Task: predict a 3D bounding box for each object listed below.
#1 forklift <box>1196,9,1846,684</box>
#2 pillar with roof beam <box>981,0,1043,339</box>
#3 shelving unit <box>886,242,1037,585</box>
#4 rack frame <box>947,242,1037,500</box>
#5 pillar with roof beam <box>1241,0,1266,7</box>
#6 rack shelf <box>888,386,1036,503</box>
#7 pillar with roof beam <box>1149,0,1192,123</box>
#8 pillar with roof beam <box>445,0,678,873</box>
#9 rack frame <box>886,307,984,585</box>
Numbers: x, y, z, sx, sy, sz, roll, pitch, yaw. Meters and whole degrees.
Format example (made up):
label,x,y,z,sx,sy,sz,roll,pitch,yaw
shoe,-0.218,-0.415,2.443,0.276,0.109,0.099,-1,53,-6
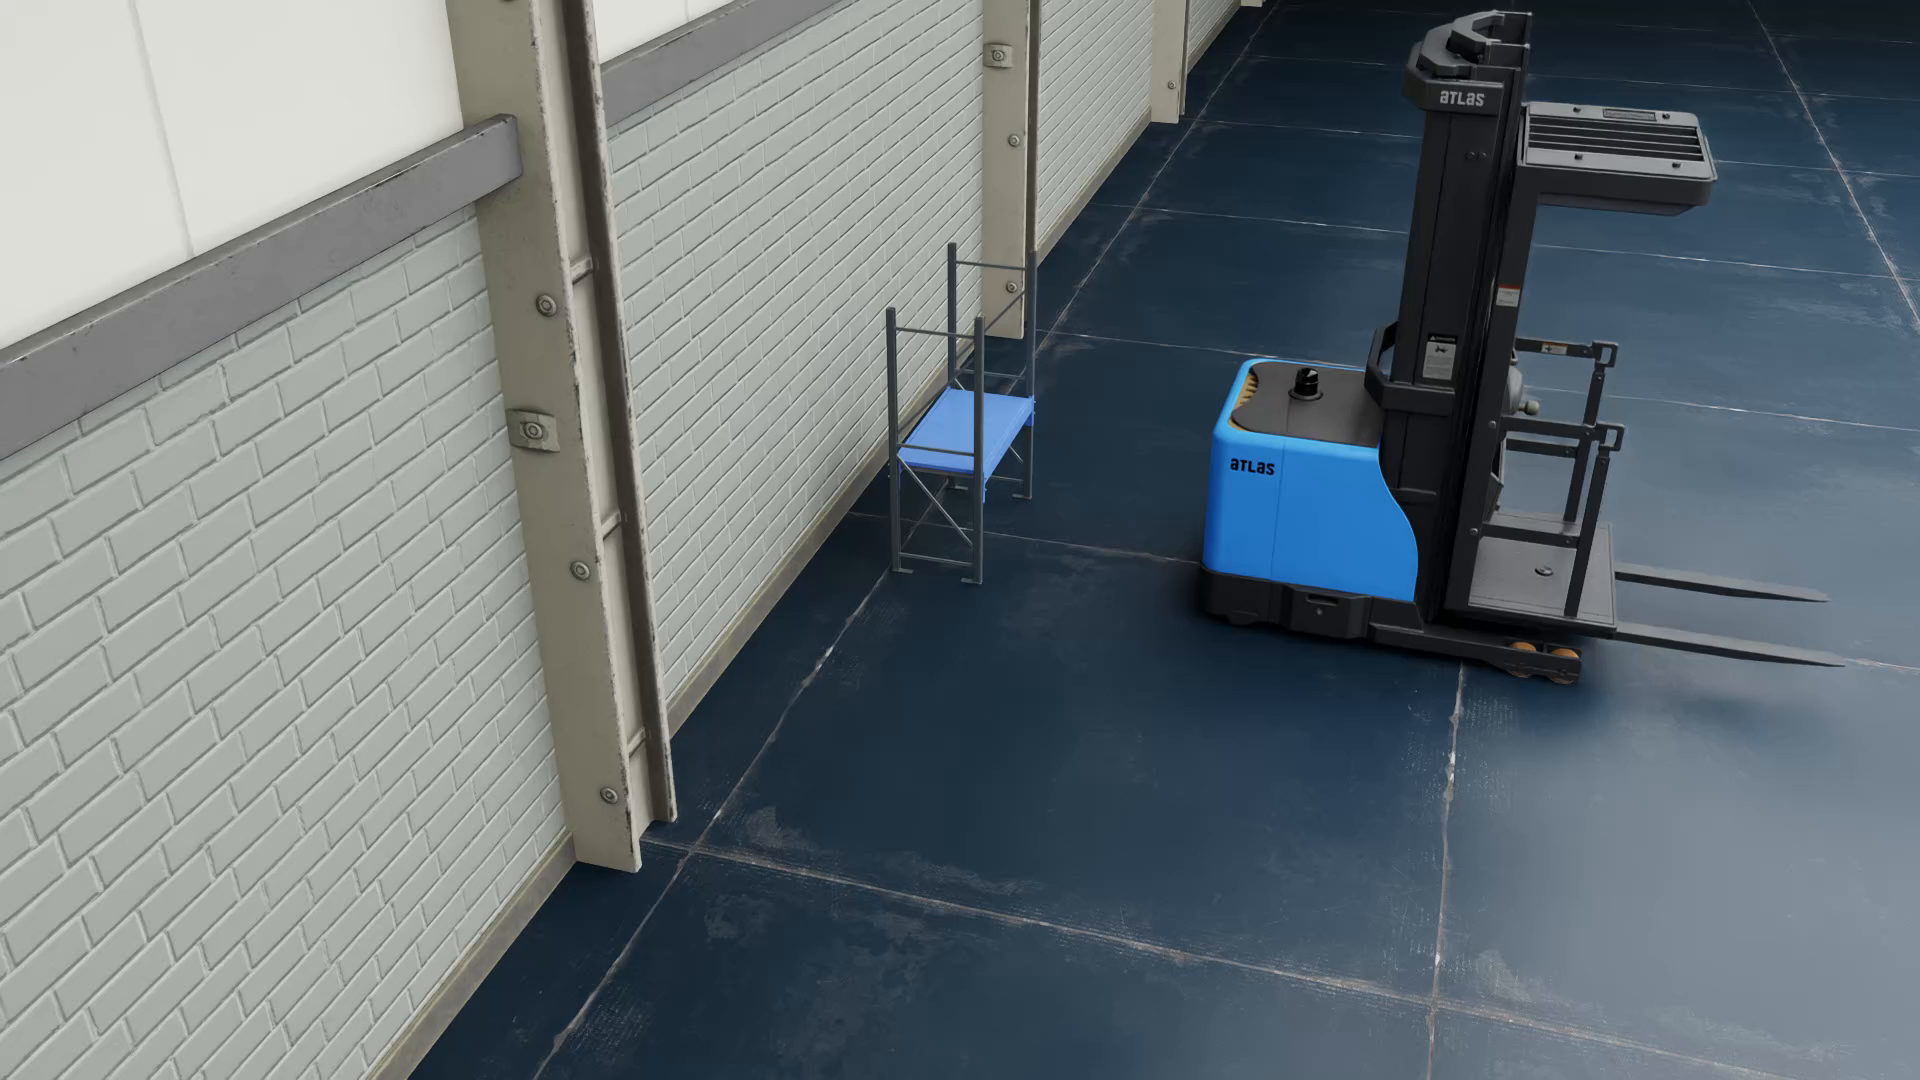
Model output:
label,x,y,z,sx,sy,sz,roll,pitch,yaw
forklift,2.785,-0.879,7.815,3.031,2.935,1.130,9,30,15
pillar with roof beam,4.463,-4.858,8.726,9.100,9.000,0.400,8,30,15
shelving unit,0.025,-0.695,8.957,0.538,1.500,1.048,8,30,15
rack frame,0.174,-0.931,9.381,0.500,1.500,0.032,8,30,15
pillar with roof beam,7.985,-10.435,18.751,9.100,9.000,0.400,8,30,15
rack shelf,0.025,-0.538,9.044,0.538,0.185,1.000,8,30,15
pillar with roof beam,6.224,-7.646,13.739,9.100,9.000,0.400,8,30,15
pillar with roof beam,2.701,-2.070,3.714,9.100,9.000,0.400,8,30,15
rack frame,-0.124,-0.459,8.532,0.500,1.500,0.032,8,30,15
